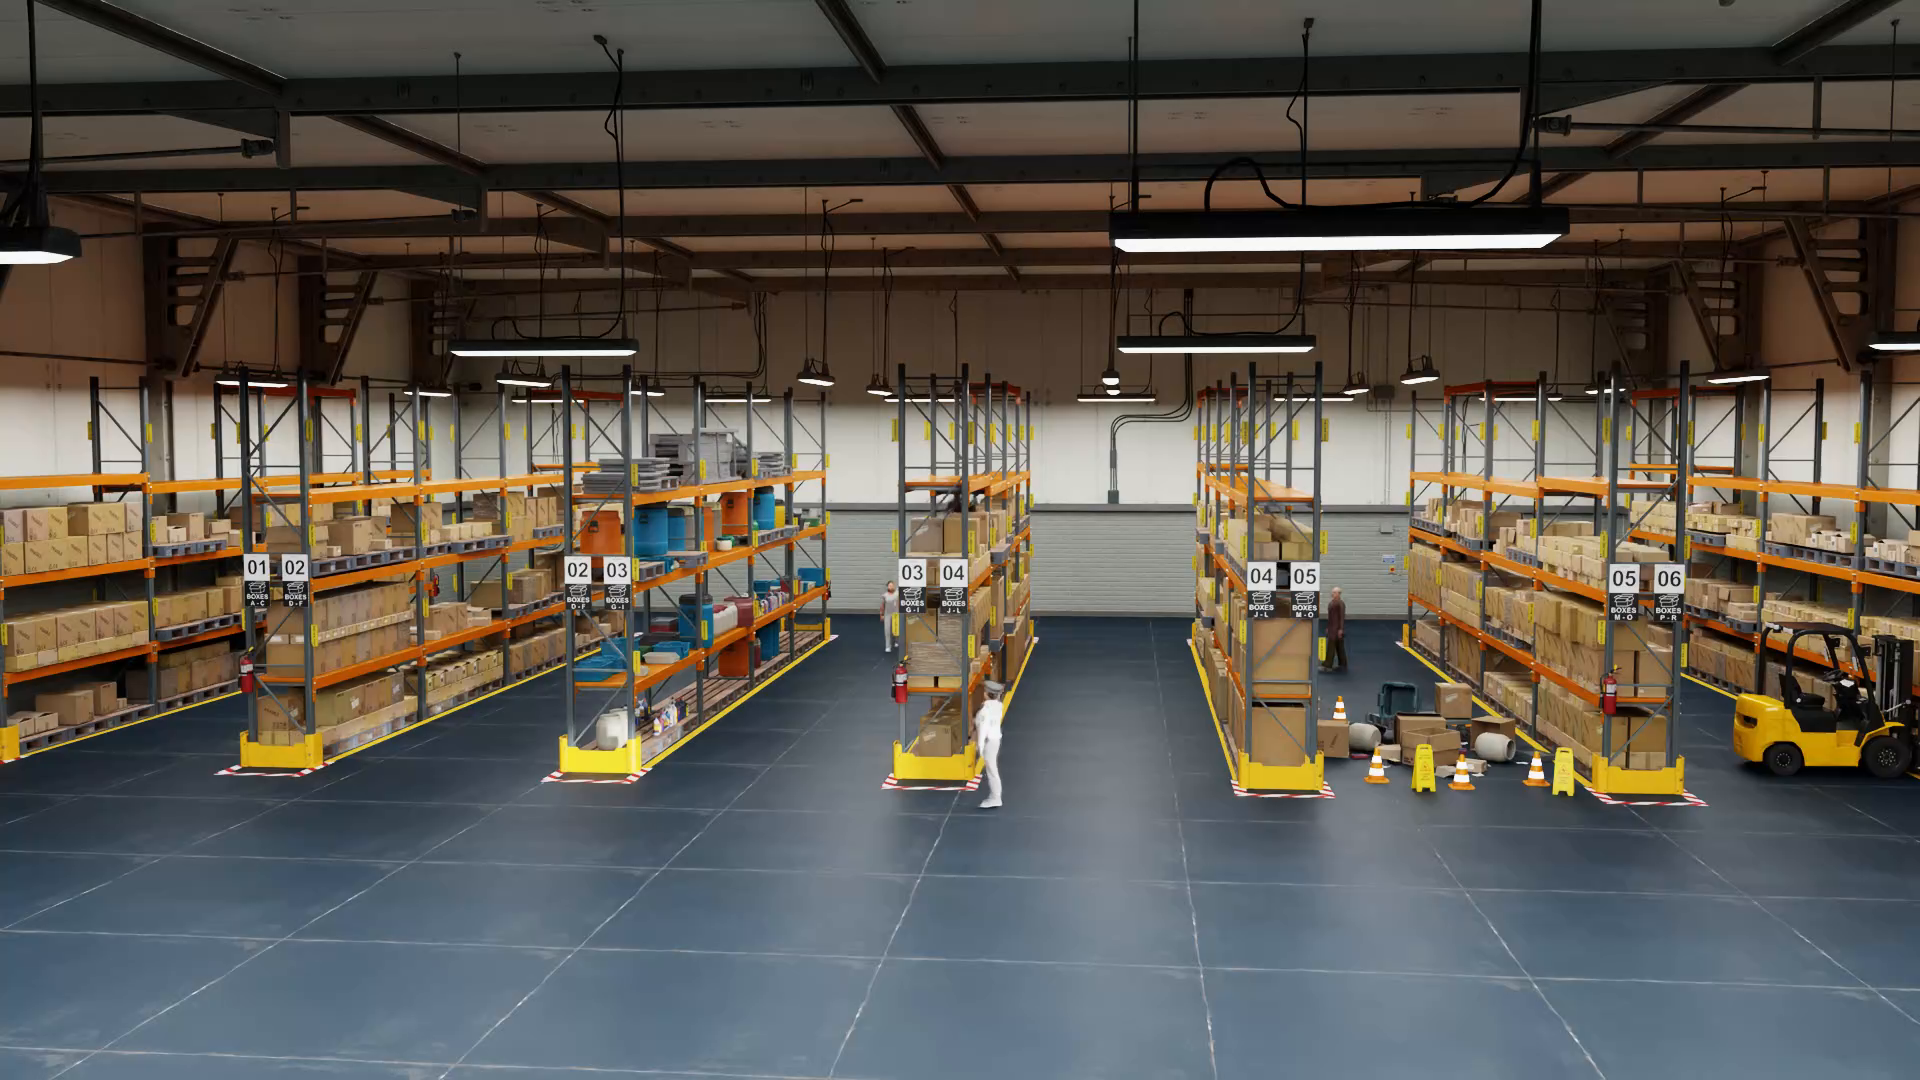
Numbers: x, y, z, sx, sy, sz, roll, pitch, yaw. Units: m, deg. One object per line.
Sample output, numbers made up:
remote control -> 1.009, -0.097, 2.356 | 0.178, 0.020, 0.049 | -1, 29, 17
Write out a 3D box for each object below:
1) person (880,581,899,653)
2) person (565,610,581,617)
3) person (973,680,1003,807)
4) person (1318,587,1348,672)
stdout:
person -> -1.580, 1.745, 38.171 | 0.536, 1.621, 1.064 | 0, 4, 2
person -> -10.316, 1.275, 44.617 | 0.566, 1.709, 0.556 | -4, 5, -44
person -> 0.385, 2.736, 22.324 | 0.394, 1.716, 0.552 | 1, 4, 11
person -> 7.836, 1.872, 35.046 | 0.687, 1.769, 0.608 | 1, 4, 14
